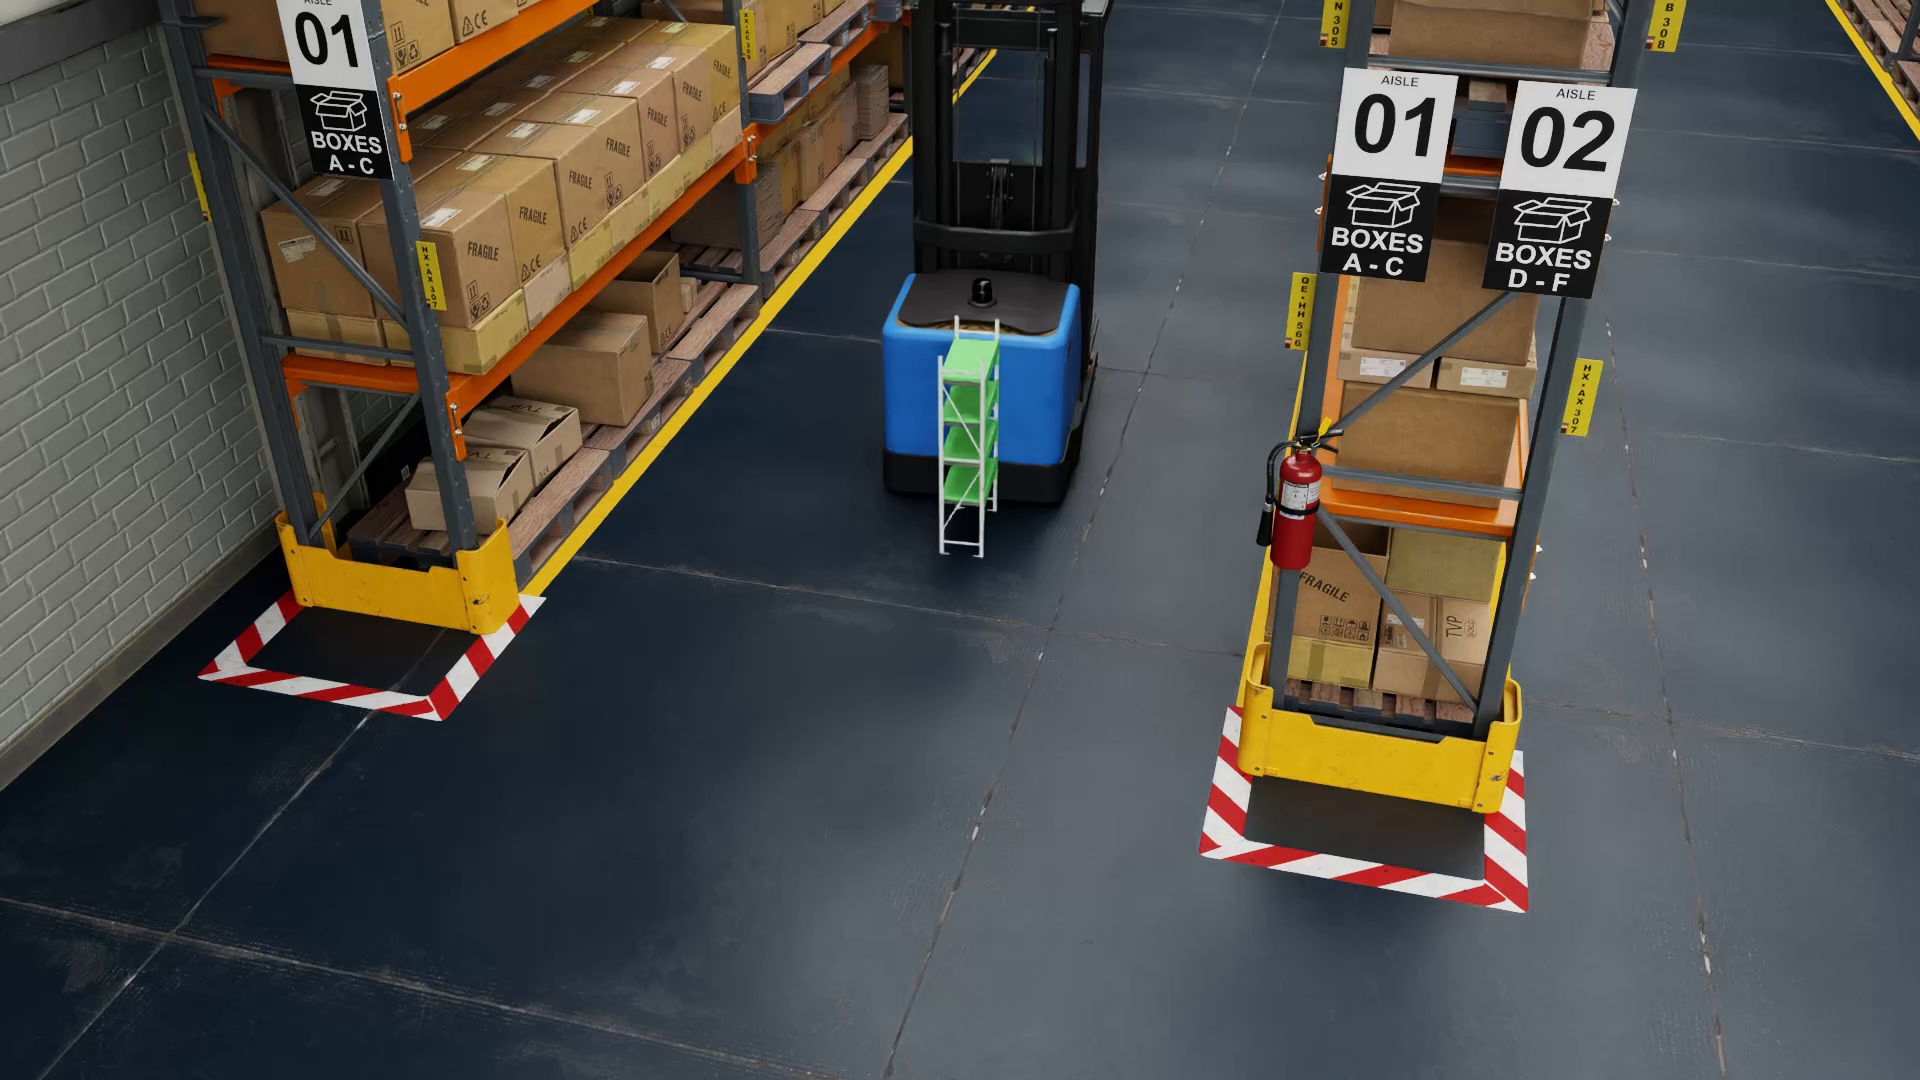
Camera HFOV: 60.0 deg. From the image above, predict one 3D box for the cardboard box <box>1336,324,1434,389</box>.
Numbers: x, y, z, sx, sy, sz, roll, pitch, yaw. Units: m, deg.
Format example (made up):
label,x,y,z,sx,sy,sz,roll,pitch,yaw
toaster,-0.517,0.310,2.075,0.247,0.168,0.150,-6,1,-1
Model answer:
label,x,y,z,sx,sy,sz,roll,pitch,yaw
cardboard box,1.784,-0.771,6.969,0.380,0.149,0.250,7,33,12

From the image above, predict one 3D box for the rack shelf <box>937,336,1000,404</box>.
label,x,y,z,sx,sy,sz,roll,pitch,yaw
rack shelf,0.050,-0.901,8.773,0.258,0.148,0.480,5,33,8

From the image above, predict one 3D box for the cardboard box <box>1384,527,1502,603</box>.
label,x,y,z,sx,sy,sz,roll,pitch,yaw
cardboard box,2.347,-0.072,8.039,0.500,0.500,0.500,8,33,12

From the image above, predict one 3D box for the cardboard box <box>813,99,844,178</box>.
label,x,y,z,sx,sy,sz,roll,pitch,yaw
cardboard box,-1.366,-3.291,13.551,0.700,0.500,0.500,8,33,12

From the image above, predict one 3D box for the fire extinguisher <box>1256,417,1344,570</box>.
label,x,y,z,sx,sy,sz,roll,pitch,yaw
fire extinguisher,1.392,-0.200,6.841,0.296,0.674,0.183,8,33,12

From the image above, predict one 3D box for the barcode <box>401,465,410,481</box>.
label,x,y,z,sx,sy,sz,roll,pitch,yaw
barcode,-3.041,-0.369,9.121,0.001,0.075,0.075,8,33,12

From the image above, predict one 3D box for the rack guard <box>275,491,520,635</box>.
label,x,y,z,sx,sy,sz,roll,pitch,yaw
rack guard,-2.902,0.112,8.607,1.175,0.500,0.348,8,33,12

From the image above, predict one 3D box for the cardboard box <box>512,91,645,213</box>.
label,x,y,z,sx,sy,sz,roll,pitch,yaw
cardboard box,-2.118,-2.163,9.279,0.500,0.500,0.500,9,34,14

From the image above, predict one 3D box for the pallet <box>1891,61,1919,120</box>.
label,x,y,z,sx,sy,sz,roll,pitch,yaw
pallet,9.470,-4.210,15.675,1.003,0.211,1.213,8,33,12

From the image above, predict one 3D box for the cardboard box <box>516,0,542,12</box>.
label,x,y,z,sx,sy,sz,roll,pitch,yaw
cardboard box,-2.296,-2.903,8.113,0.500,0.500,0.500,10,34,15

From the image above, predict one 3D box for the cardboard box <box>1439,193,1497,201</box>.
label,x,y,z,sx,sy,sz,roll,pitch,yaw
cardboard box,2.143,-1.362,7.294,0.700,0.500,0.500,7,33,11

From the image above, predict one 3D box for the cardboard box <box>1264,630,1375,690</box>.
label,x,y,z,sx,sy,sz,roll,pitch,yaw
cardboard box,1.721,0.434,7.943,0.500,0.250,0.500,8,33,12

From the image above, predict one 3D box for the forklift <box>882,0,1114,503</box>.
label,x,y,z,sx,sy,sz,roll,pitch,yaw
forklift,0.305,-2.226,10.019,1.130,2.935,3.031,5,33,8

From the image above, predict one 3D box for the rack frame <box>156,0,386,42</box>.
label,x,y,z,sx,sy,sz,roll,pitch,yaw
rack frame,-2.922,-3.435,6.265,1.000,3.000,0.127,8,33,12

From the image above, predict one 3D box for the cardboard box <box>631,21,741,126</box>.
label,x,y,z,sx,sy,sz,roll,pitch,yaw
cardboard box,-1.727,-2.953,10.521,0.500,0.500,0.500,8,33,12

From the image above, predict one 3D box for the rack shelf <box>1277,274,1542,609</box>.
label,x,y,z,sx,sy,sz,roll,pitch,yaw
rack shelf,2.378,-0.965,8.642,1.077,0.370,4.000,8,33,12

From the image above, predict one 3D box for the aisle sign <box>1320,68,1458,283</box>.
label,x,y,z,sx,sy,sz,roll,pitch,yaw
aisle sign,1.570,-1.334,6.129,0.394,0.787,0.004,8,33,12

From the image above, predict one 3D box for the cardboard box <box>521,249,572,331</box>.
label,x,y,z,sx,sy,sz,roll,pitch,yaw
cardboard box,-2.373,-1.330,8.667,0.500,0.250,0.500,7,33,11

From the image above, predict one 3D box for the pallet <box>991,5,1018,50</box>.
label,x,y,z,sx,sy,sz,roll,pitch,yaw
pallet,0.001,-5.543,17.772,1.003,0.211,1.213,8,33,12

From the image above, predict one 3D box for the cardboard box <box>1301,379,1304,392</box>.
label,x,y,z,sx,sy,sz,roll,pitch,yaw
cardboard box,2.087,-0.663,8.969,0.500,0.500,0.500,8,33,12

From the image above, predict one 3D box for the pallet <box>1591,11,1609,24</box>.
label,x,y,z,sx,sy,sz,roll,pitch,yaw
pallet,2.383,-2.458,7.606,1.003,0.211,1.213,8,33,12

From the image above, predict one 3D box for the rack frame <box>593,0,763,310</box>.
label,x,y,z,sx,sy,sz,roll,pitch,yaw
rack frame,-1.906,-2.979,11.140,1.000,3.000,0.127,8,33,12

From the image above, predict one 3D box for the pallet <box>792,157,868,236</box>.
label,x,y,z,sx,sy,sz,roll,pitch,yaw
pallet,-1.403,-2.841,13.523,1.003,0.211,1.213,8,33,12

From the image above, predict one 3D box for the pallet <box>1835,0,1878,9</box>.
label,x,y,z,sx,sy,sz,roll,pitch,yaw
pallet,10.475,-6.258,18.897,1.003,0.211,1.213,8,33,12

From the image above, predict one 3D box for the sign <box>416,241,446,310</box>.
label,x,y,z,sx,sy,sz,roll,pitch,yaw
sign,-2.397,-1.195,7.526,0.100,0.325,0.005,8,33,12

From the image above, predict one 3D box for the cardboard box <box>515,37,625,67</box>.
label,x,y,z,sx,sy,sz,roll,pitch,yaw
cardboard box,-2.363,-2.757,10.213,0.500,0.500,0.500,8,33,12

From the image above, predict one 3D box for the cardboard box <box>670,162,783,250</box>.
label,x,y,z,sx,sy,sz,roll,pitch,yaw
cardboard box,-1.736,-2.494,12.297,0.700,0.500,0.500,9,34,14

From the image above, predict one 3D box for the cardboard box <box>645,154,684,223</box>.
label,x,y,z,sx,sy,sz,roll,pitch,yaw
cardboard box,-1.981,-2.116,9.904,0.500,0.250,0.500,8,33,12

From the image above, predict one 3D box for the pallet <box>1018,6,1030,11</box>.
label,x,y,z,sx,sy,sz,roll,pitch,yaw
pallet,0.392,-6.337,19.022,1.003,0.211,1.213,8,33,12

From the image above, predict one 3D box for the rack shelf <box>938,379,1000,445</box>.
label,x,y,z,sx,sy,sz,roll,pitch,yaw
rack shelf,0.050,-0.698,8.901,0.258,0.148,0.480,5,33,8

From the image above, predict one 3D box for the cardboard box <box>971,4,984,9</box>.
label,x,y,z,sx,sy,sz,roll,pitch,yaw
cardboard box,-0.138,-5.584,16.849,0.750,0.750,0.750,9,34,14

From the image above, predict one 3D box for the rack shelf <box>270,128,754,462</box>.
label,x,y,z,sx,sy,sz,roll,pitch,yaw
rack shelf,-2.414,-1.637,9.700,1.077,0.370,4.000,8,33,12

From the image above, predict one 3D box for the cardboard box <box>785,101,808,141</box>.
label,x,y,z,sx,sy,sz,roll,pitch,yaw
cardboard box,-1.499,-3.310,12.881,0.500,0.250,0.500,7,33,11

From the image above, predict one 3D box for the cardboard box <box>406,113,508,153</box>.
label,x,y,z,sx,sy,sz,roll,pitch,yaw
cardboard box,-2.743,-1.967,8.970,0.500,0.500,0.500,7,33,11

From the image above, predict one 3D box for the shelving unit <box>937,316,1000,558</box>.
label,x,y,z,sx,sy,sz,roll,pitch,yaw
shelving unit,0.050,-0.549,8.996,0.258,1.200,0.503,5,33,8

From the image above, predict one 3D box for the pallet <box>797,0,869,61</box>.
label,x,y,z,sx,sy,sz,roll,pitch,yaw
pallet,-1.354,-3.941,12.832,1.003,0.211,1.213,8,33,12

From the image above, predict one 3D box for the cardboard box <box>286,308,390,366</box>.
label,x,y,z,sx,sy,sz,roll,pitch,yaw
cardboard box,-2.990,-1.117,8.333,0.500,0.250,0.500,8,33,13

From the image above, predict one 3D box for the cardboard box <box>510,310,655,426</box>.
label,x,y,z,sx,sy,sz,roll,pitch,yaw
cardboard box,-2.280,-1.050,10.026,0.700,0.500,0.500,6,33,9

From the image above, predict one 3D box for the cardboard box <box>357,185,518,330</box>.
label,x,y,z,sx,sy,sz,roll,pitch,yaw
cardboard box,-2.510,-1.372,8.034,0.500,0.500,0.500,8,33,12

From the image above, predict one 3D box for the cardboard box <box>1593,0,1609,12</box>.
label,x,y,z,sx,sy,sz,roll,pitch,yaw
cardboard box,2.557,-2.600,7.132,0.500,0.500,0.500,8,33,12

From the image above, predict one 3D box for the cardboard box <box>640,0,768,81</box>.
label,x,y,z,sx,sy,sz,roll,pitch,yaw
cardboard box,-1.744,-3.466,11.403,0.700,0.500,0.500,8,33,13

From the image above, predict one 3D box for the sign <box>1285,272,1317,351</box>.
label,x,y,z,sx,sy,sz,roll,pitch,yaw
sign,1.350,-0.900,6.570,0.100,0.325,0.005,8,33,12

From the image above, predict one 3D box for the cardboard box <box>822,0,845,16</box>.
label,x,y,z,sx,sy,sz,roll,pitch,yaw
cardboard box,-1.296,-4.388,12.852,0.700,0.500,0.500,8,33,12
